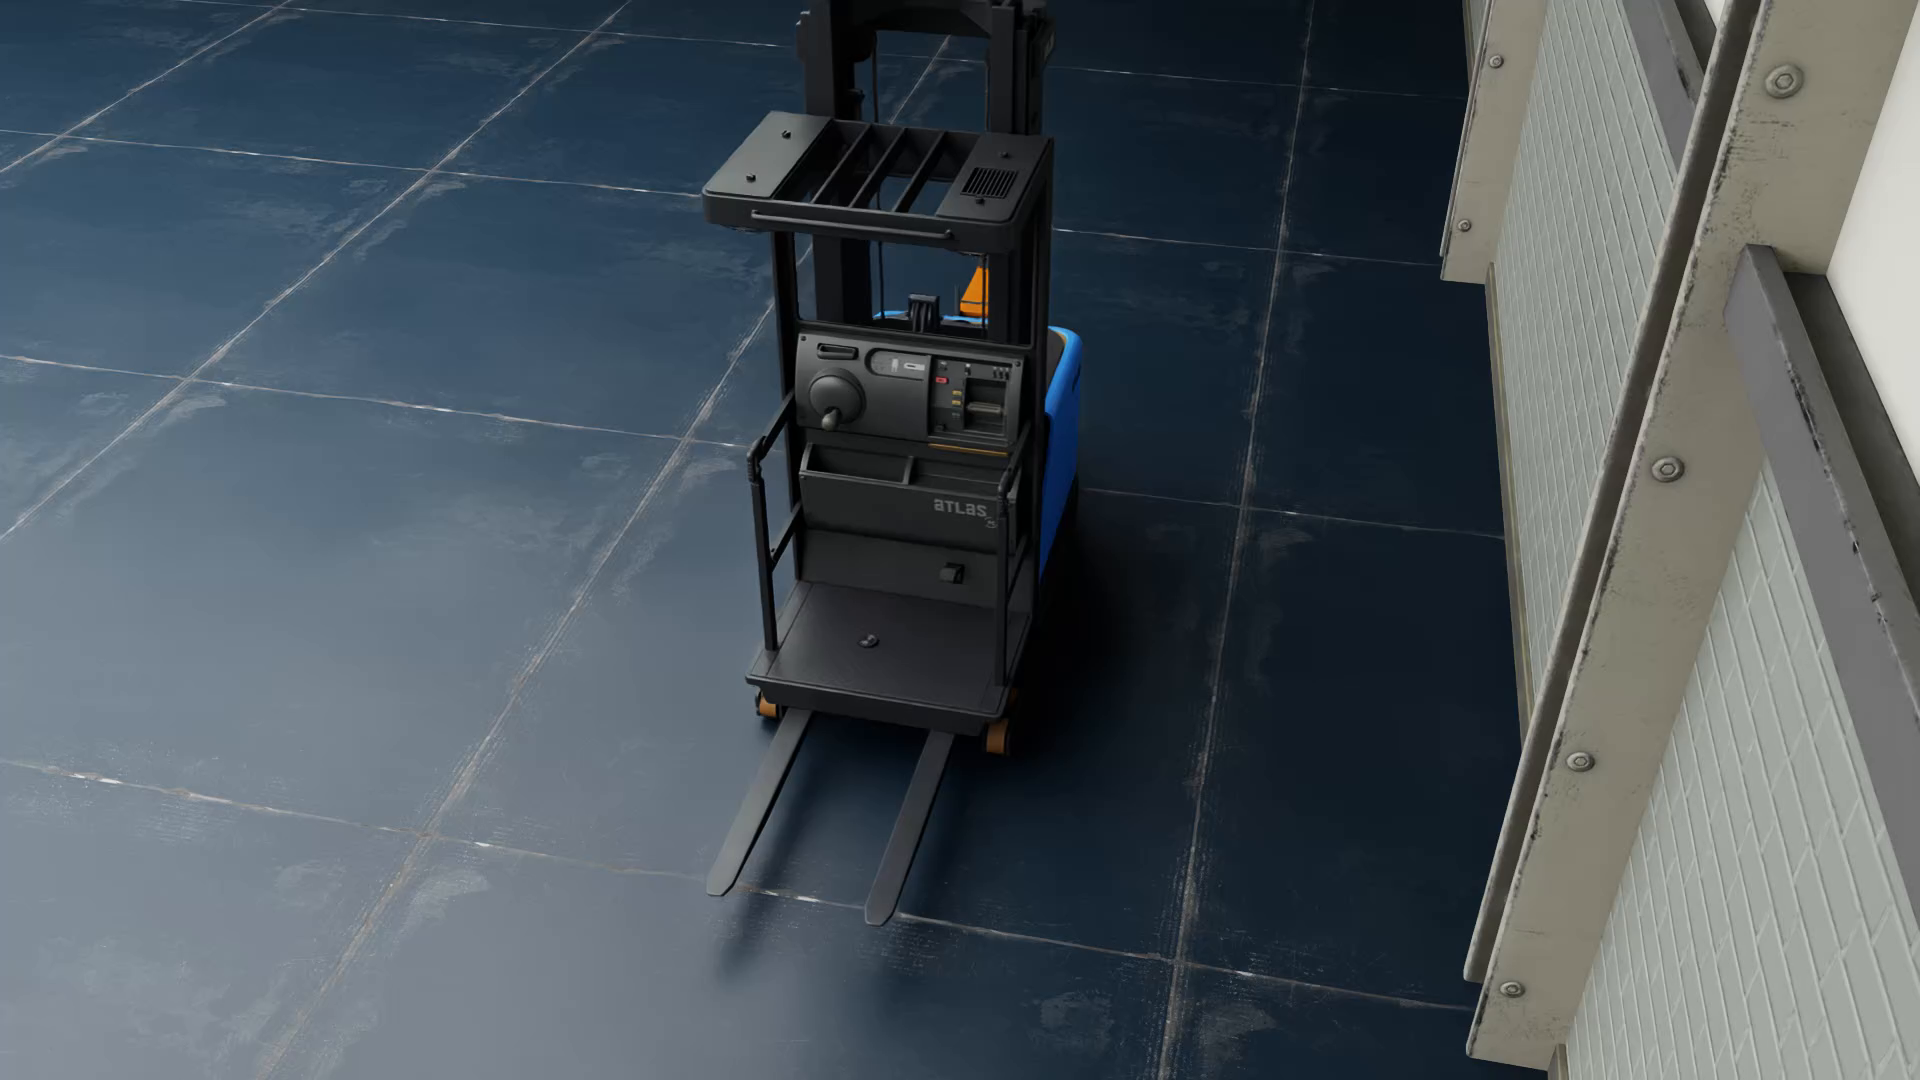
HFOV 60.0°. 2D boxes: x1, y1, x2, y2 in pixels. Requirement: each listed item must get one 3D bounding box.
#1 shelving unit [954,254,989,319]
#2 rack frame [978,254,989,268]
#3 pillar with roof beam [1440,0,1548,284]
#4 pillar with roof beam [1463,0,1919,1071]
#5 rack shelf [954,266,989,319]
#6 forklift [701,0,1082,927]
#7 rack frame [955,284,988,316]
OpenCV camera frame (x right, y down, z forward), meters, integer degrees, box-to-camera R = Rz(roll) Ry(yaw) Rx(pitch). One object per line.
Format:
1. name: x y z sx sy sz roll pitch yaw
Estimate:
1. shelving unit: 0.153 -0.846 8.395 0.258 1.200 0.503 8 37 11
2. rack frame: 0.210 -0.985 8.587 0.240 1.200 0.015 8 37 11
3. pillar with roof beam: -0.972 -5.924 8.755 9.100 9.000 0.400 7 37 10
4. pillar with roof beam: -2.253 -2.484 4.009 9.100 9.000 0.400 7 37 10
5. rack shelf: 0.153 -1.164 8.164 0.258 0.148 0.480 8 37 11
6. forklift: -0.254 -0.530 6.484 1.130 2.935 3.031 8 37 11
7. rack frame: 0.097 -0.707 8.203 0.240 1.200 0.015 8 37 11
